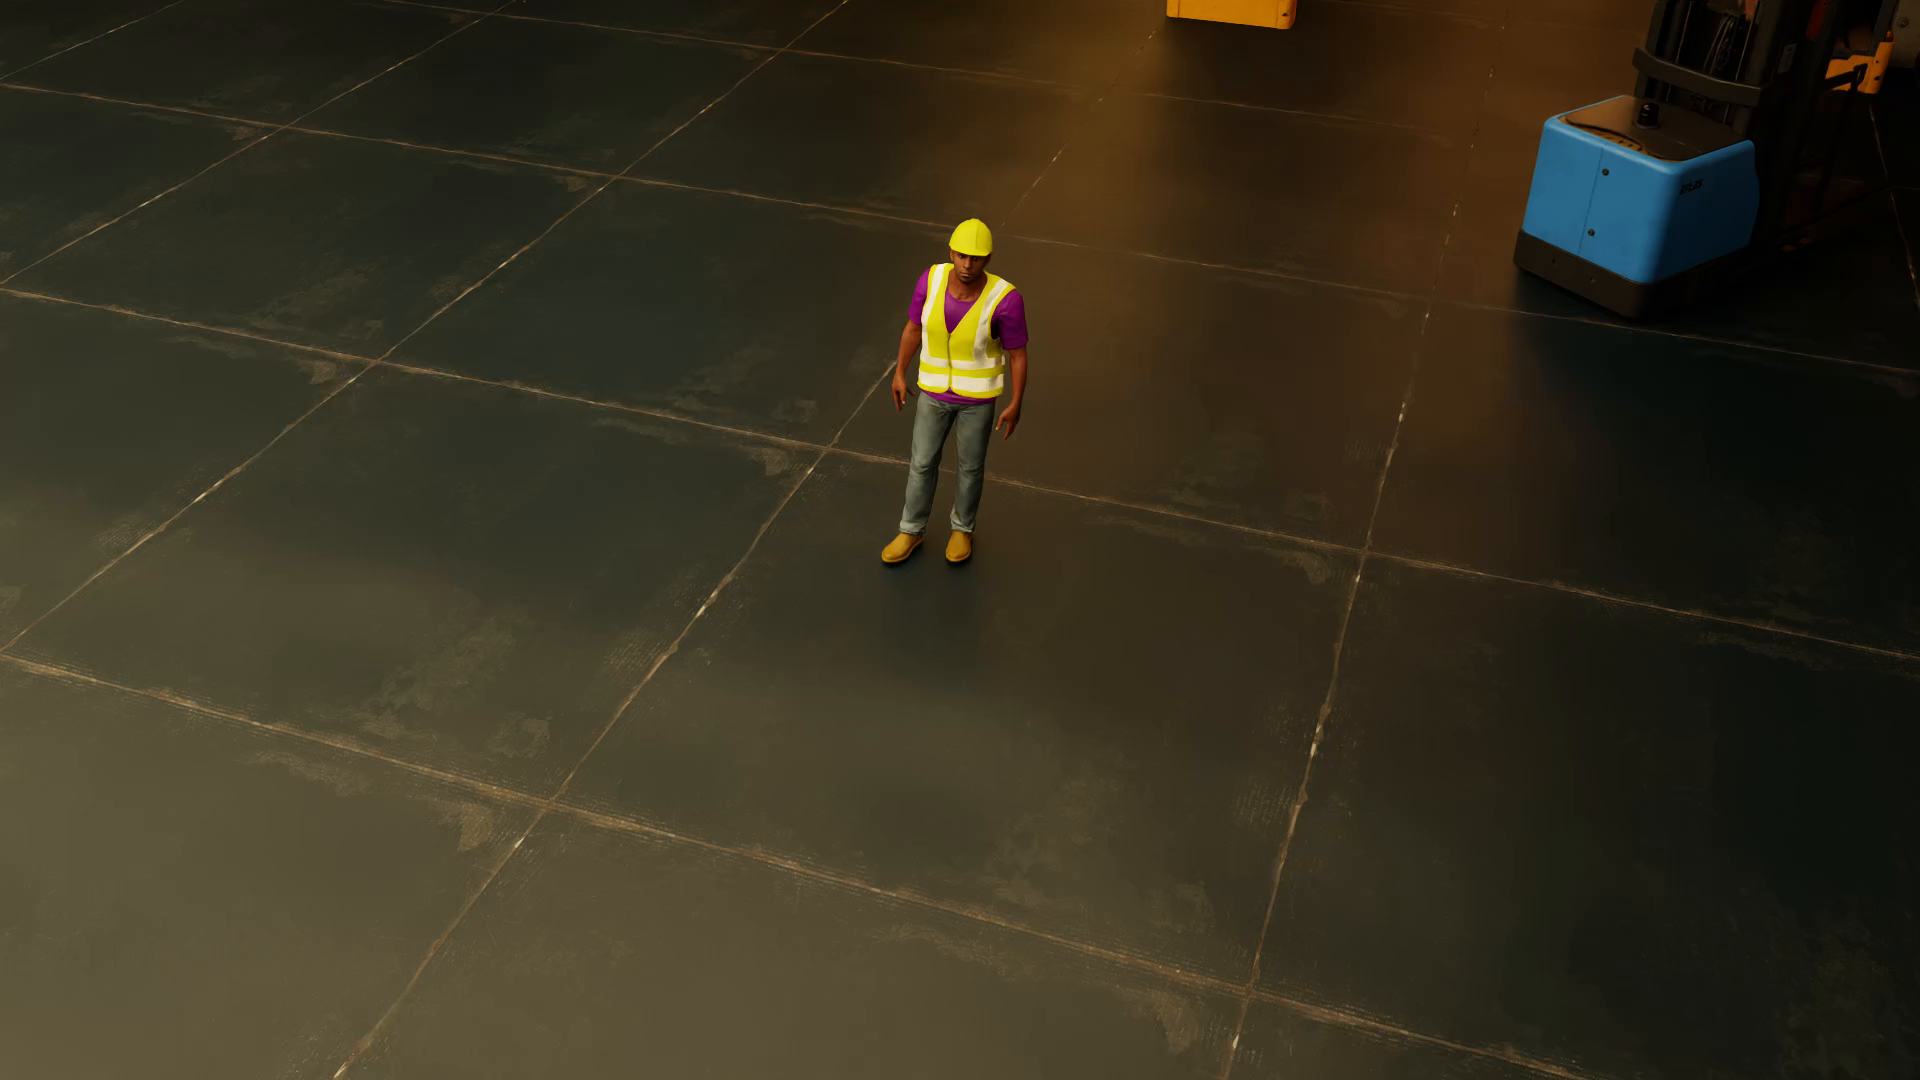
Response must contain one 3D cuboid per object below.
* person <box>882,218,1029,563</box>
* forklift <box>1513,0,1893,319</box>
[{"bbox_3d":[-0.029,-0.690,8.078,0.665,1.765,0.577,12,37,16],"label":"person"},{"bbox_3d":[5.216,-3.248,10.692,3.031,2.935,1.130,-21,40,-27],"label":"forklift"}]
